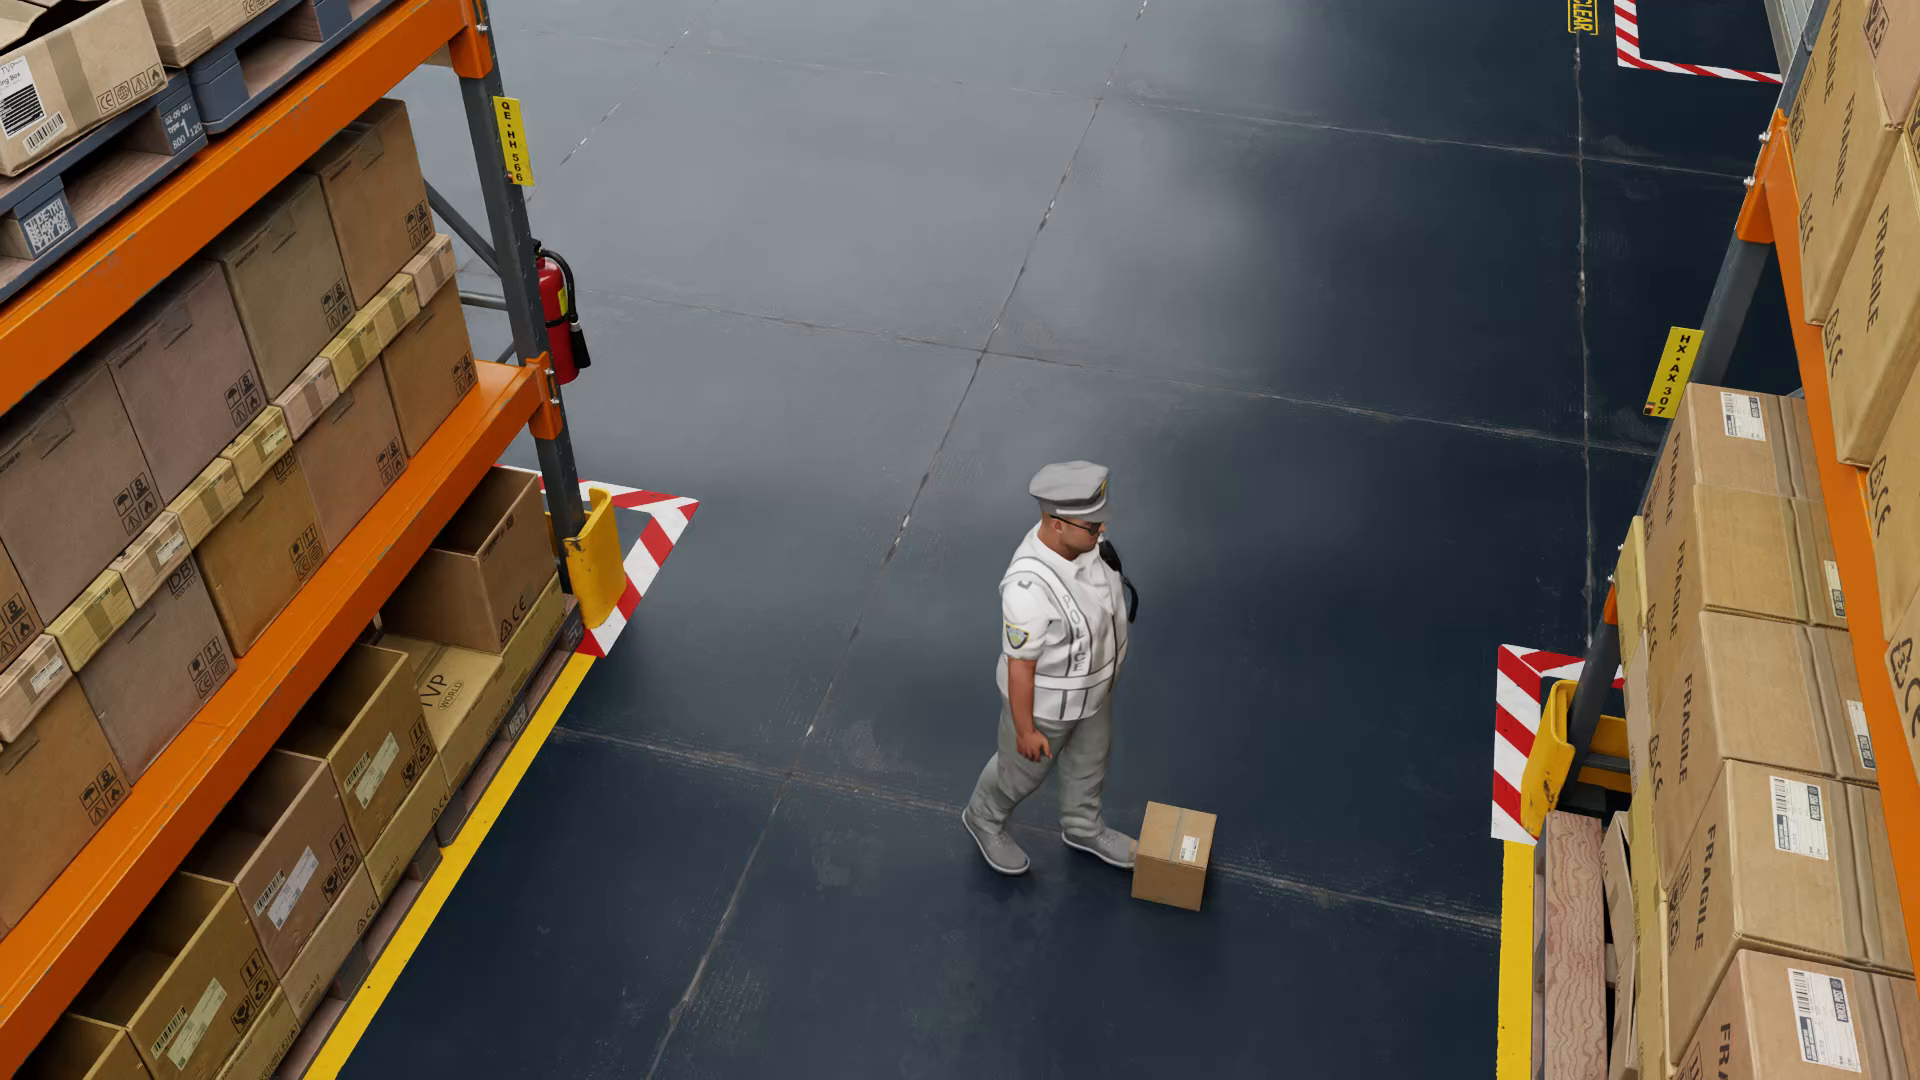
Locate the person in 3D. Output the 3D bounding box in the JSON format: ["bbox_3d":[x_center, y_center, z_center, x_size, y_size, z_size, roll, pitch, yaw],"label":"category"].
[{"bbox_3d":[0.337,0.478,5.584,0.667,1.752,0.553,22,45,23],"label":"person"}]
